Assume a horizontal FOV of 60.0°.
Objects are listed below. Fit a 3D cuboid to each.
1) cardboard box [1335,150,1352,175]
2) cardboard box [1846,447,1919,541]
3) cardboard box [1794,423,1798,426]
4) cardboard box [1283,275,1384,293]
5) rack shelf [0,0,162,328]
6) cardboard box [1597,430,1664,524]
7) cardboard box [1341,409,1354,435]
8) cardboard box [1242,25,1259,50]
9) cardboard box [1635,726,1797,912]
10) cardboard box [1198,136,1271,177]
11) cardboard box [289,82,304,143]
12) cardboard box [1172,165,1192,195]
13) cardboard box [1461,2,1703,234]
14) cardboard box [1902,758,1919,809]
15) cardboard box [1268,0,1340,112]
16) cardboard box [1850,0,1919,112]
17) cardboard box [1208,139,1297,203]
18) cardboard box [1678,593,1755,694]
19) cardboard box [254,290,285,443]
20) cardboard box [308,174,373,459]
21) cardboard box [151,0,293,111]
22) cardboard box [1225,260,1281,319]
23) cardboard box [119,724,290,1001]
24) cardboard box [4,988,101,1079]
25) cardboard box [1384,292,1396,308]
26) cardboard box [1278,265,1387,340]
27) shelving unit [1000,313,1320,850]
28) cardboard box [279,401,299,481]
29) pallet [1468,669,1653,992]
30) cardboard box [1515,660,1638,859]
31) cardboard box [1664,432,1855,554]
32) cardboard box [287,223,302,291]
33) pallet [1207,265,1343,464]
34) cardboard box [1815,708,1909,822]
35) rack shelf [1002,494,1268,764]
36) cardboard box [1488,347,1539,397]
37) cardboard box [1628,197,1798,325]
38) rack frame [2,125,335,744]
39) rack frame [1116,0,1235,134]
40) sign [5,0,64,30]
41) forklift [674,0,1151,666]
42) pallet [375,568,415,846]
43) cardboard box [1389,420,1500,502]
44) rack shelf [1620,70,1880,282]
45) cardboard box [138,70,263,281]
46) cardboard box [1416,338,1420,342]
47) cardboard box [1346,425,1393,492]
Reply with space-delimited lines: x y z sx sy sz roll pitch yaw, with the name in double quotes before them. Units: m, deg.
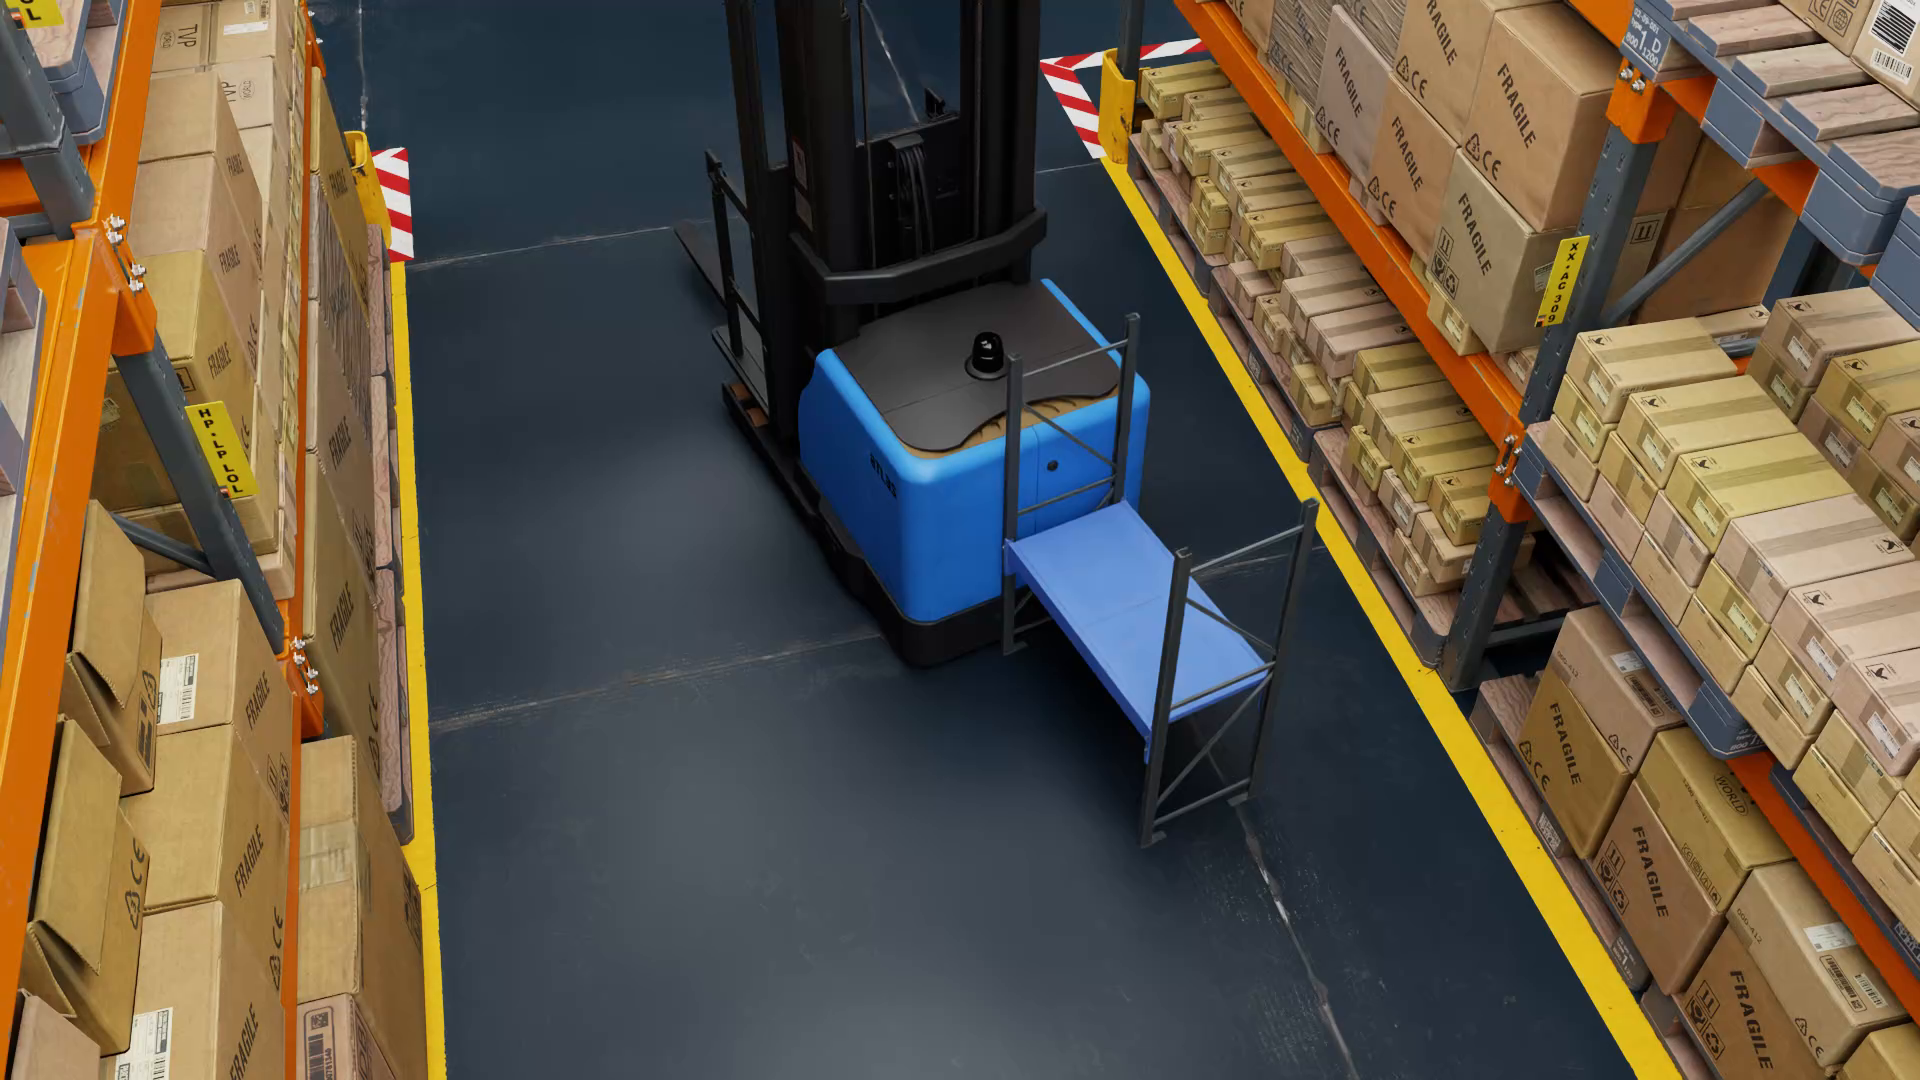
"cardboard box" 1.722 -1.556 6.602 0.380 0.149 0.250 -11 47 -11
"cardboard box" 2.780 -0.157 4.728 0.380 0.149 0.250 -9 46 -9
"cardboard box" 2.651 -0.407 5.182 0.380 0.149 0.250 -12 47 -11
"cardboard box" 1.673 -1.110 7.482 0.380 0.149 0.250 -9 46 -8
"rack shelf" -2.975 -1.928 5.194 1.077 0.370 4.000 -11 47 -10
"cardboard box" 2.082 -0.215 4.785 0.380 0.149 0.250 -12 47 -11
"cardboard box" 1.863 -0.513 7.106 0.380 0.149 0.250 -12 47 -11
"cardboard box" 1.467 -2.267 7.298 0.380 0.149 0.250 -11 47 -11
"cardboard box" 2.430 0.805 5.043 0.500 0.250 0.500 -10 46 -9
"cardboard box" 1.384 -1.840 8.198 0.380 0.149 0.250 -10 46 -10
"cardboard box" -2.882 -1.711 6.754 0.380 0.149 0.250 -10 46 -10
"cardboard box" 1.305 -1.911 8.476 0.380 0.149 0.250 -11 47 -10
"cardboard box" 1.976 -1.351 5.246 0.500 0.500 0.500 -12 47 -12
"cardboard box" 2.419 0.580 3.797 0.380 0.149 0.250 -9 46 -9
"cardboard box" 1.593 -2.071 6.651 0.500 0.500 0.500 -12 47 -11
"cardboard box" 2.380 -1.106 3.653 0.500 0.311 0.500 -11 47 -11
"cardboard box" 1.411 -1.760 7.911 0.380 0.149 0.250 -13 47 -12
"cardboard box" 2.214 0.248 4.540 0.380 0.149 0.250 -10 46 -10
"cardboard box" -2.452 -0.517 5.304 0.500 0.250 0.500 -11 47 -11
"cardboard box" -3.012 -0.859 6.936 0.875 0.875 0.875 -11 47 -10
"cardboard box" -2.977 -1.926 6.685 0.500 0.250 0.500 -11 47 -11
"cardboard box" 1.472 -1.198 7.776 0.380 0.149 0.250 -13 47 -12
"cardboard box" -1.959 0.832 4.016 0.500 0.500 0.500 -9 46 -9
"cardboard box" -1.952 1.206 2.946 0.797 0.503 0.637 -9 46 -9
"cardboard box" 2.063 -1.101 7.682 0.380 0.149 0.250 -9 46 -9
"cardboard box" 1.610 -1.029 7.194 0.380 0.149 0.250 -12 47 -12
"shelving unit" 0.622 0.164 5.790 0.538 1.500 1.048 -21 49 -19
"cardboard box" -2.352 -0.290 5.360 0.380 0.149 0.250 -9 46 -9
"pallet" 2.559 0.927 5.945 1.003 0.211 1.213 -11 47 -10
"cardboard box" 2.291 0.700 5.670 0.500 0.500 0.500 -9 46 -9
"cardboard box" 2.155 -0.129 4.492 0.380 0.149 0.250 -10 46 -10
"cardboard box" -2.617 -1.002 6.059 0.380 0.149 0.250 -12 47 -11
"pallet" 1.836 -0.912 7.746 1.003 0.211 1.213 -11 47 -10
"cardboard box" 2.355 0.511 4.073 0.380 0.149 0.250 -11 47 -11
"rack shelf" 0.622 0.290 5.919 0.538 0.185 1.000 -21 49 -19
"cardboard box" 2.059 -0.653 5.716 0.380 0.149 0.250 -11 47 -11
"cardboard box" 2.475 -1.114 5.714 0.500 0.500 0.500 -11 47 -11
"rack frame" -2.463 0.251 4.655 1.000 3.000 0.127 -11 47 -10
"rack frame" 1.334 -3.348 8.182 1.000 3.000 0.127 -11 47 -10
"sign" -1.940 -1.196 3.390 0.100 0.325 0.005 -11 47 -10
"forklift" -0.416 -1.593 6.510 1.130 2.935 3.031 -21 49 -19
"pallet" -2.582 0.687 6.179 1.003 0.211 1.213 -11 47 -10
"cardboard box" 1.912 -0.311 6.491 0.380 0.149 0.250 -10 46 -10
"rack shelf" 2.870 -0.004 3.308 1.077 0.370 4.000 -11 47 -10
"cardboard box" -2.594 -1.141 5.390 0.500 0.500 0.500 -12 47 -12
"cardboard box" 2.212 -0.849 7.227 0.380 0.149 0.250 -9 46 -8
"cardboard box" 1.803 -0.365 6.752 0.380 0.149 0.250 -12 47 -12
